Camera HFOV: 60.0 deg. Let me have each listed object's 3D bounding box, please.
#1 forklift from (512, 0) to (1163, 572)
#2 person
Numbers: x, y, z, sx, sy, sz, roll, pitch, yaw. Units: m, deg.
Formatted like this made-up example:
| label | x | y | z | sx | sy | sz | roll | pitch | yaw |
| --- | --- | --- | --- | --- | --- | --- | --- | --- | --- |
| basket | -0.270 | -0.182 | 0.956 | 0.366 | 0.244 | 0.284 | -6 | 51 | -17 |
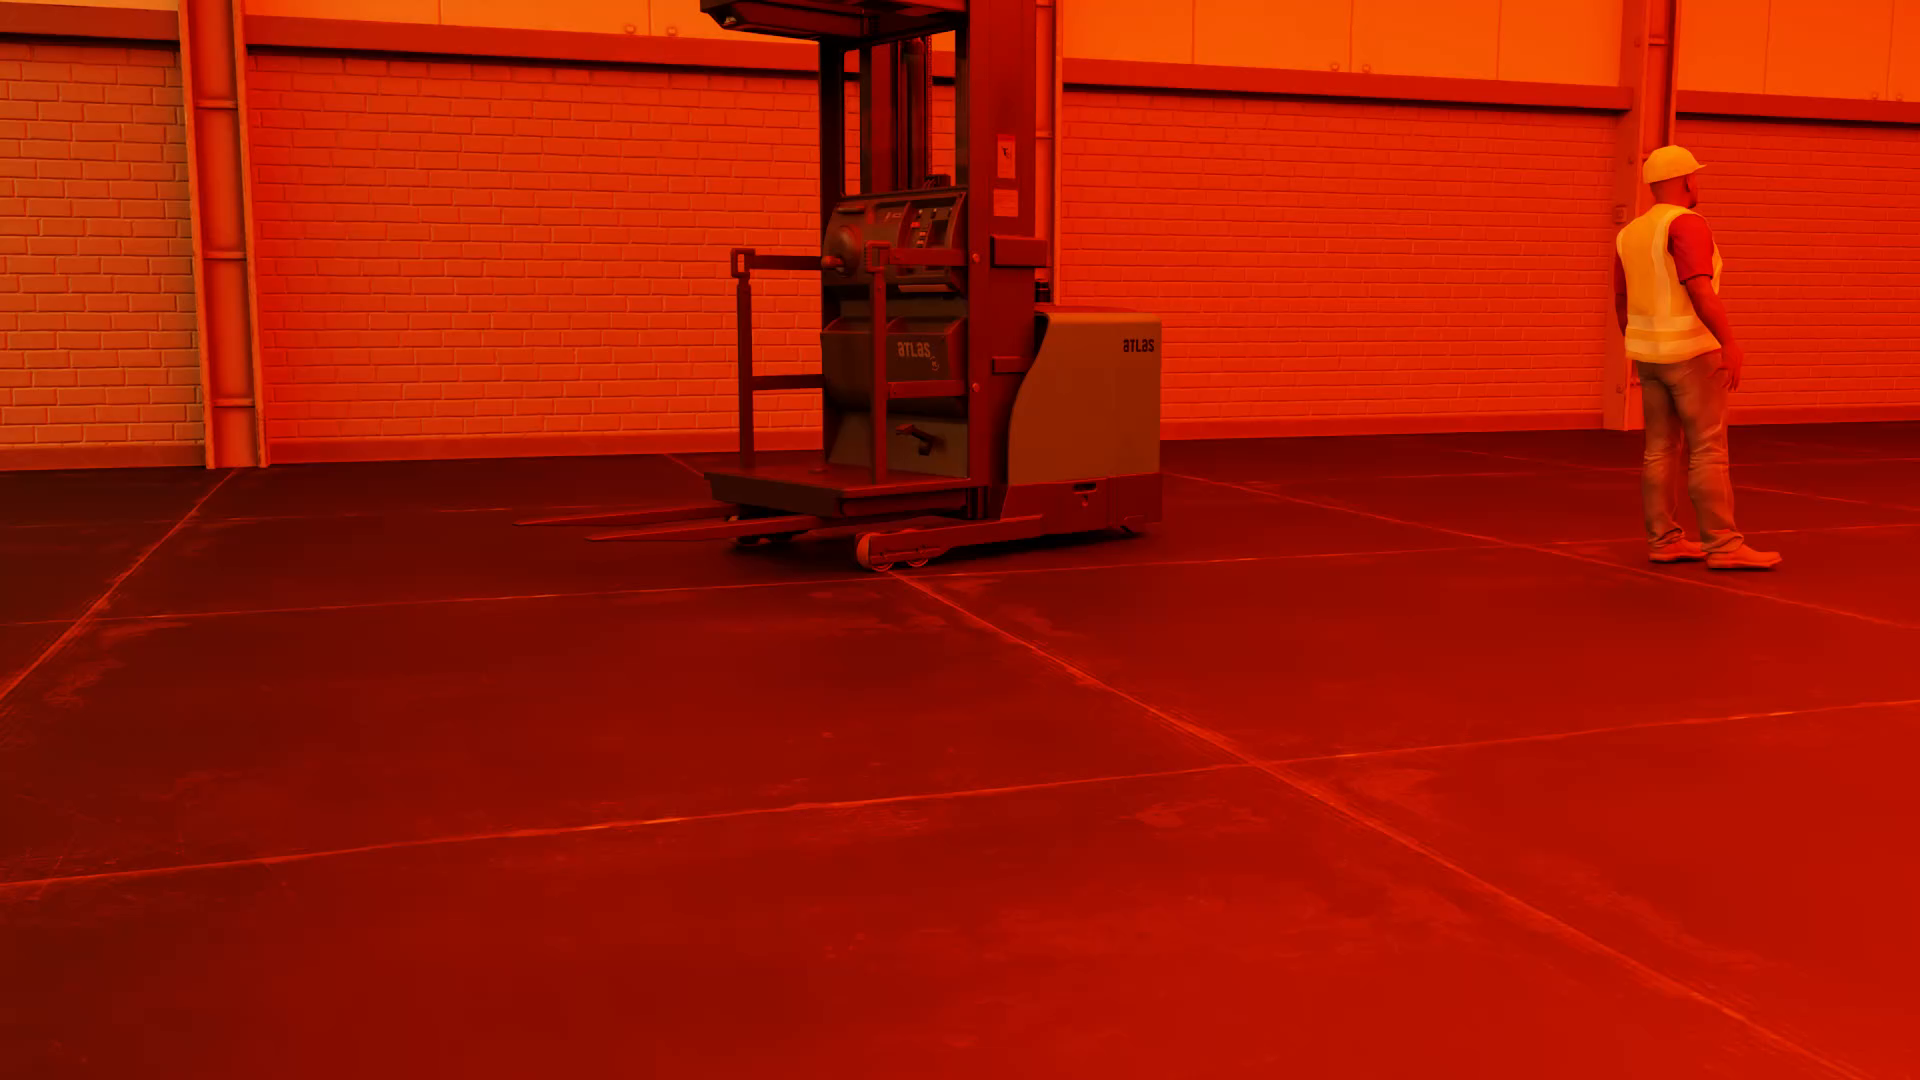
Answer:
| label | x | y | z | sx | sy | sz | roll | pitch | yaw |
| --- | --- | --- | --- | --- | --- | --- | --- | --- | --- |
| forklift | -0.461 | -1.399 | 7.333 | 3.031 | 2.935 | 1.130 | -7 | 10 | -40 |
| person | 3.127 | -0.788 | 7.105 | 0.577 | 1.765 | 0.665 | -2 | 8 | -13 |
